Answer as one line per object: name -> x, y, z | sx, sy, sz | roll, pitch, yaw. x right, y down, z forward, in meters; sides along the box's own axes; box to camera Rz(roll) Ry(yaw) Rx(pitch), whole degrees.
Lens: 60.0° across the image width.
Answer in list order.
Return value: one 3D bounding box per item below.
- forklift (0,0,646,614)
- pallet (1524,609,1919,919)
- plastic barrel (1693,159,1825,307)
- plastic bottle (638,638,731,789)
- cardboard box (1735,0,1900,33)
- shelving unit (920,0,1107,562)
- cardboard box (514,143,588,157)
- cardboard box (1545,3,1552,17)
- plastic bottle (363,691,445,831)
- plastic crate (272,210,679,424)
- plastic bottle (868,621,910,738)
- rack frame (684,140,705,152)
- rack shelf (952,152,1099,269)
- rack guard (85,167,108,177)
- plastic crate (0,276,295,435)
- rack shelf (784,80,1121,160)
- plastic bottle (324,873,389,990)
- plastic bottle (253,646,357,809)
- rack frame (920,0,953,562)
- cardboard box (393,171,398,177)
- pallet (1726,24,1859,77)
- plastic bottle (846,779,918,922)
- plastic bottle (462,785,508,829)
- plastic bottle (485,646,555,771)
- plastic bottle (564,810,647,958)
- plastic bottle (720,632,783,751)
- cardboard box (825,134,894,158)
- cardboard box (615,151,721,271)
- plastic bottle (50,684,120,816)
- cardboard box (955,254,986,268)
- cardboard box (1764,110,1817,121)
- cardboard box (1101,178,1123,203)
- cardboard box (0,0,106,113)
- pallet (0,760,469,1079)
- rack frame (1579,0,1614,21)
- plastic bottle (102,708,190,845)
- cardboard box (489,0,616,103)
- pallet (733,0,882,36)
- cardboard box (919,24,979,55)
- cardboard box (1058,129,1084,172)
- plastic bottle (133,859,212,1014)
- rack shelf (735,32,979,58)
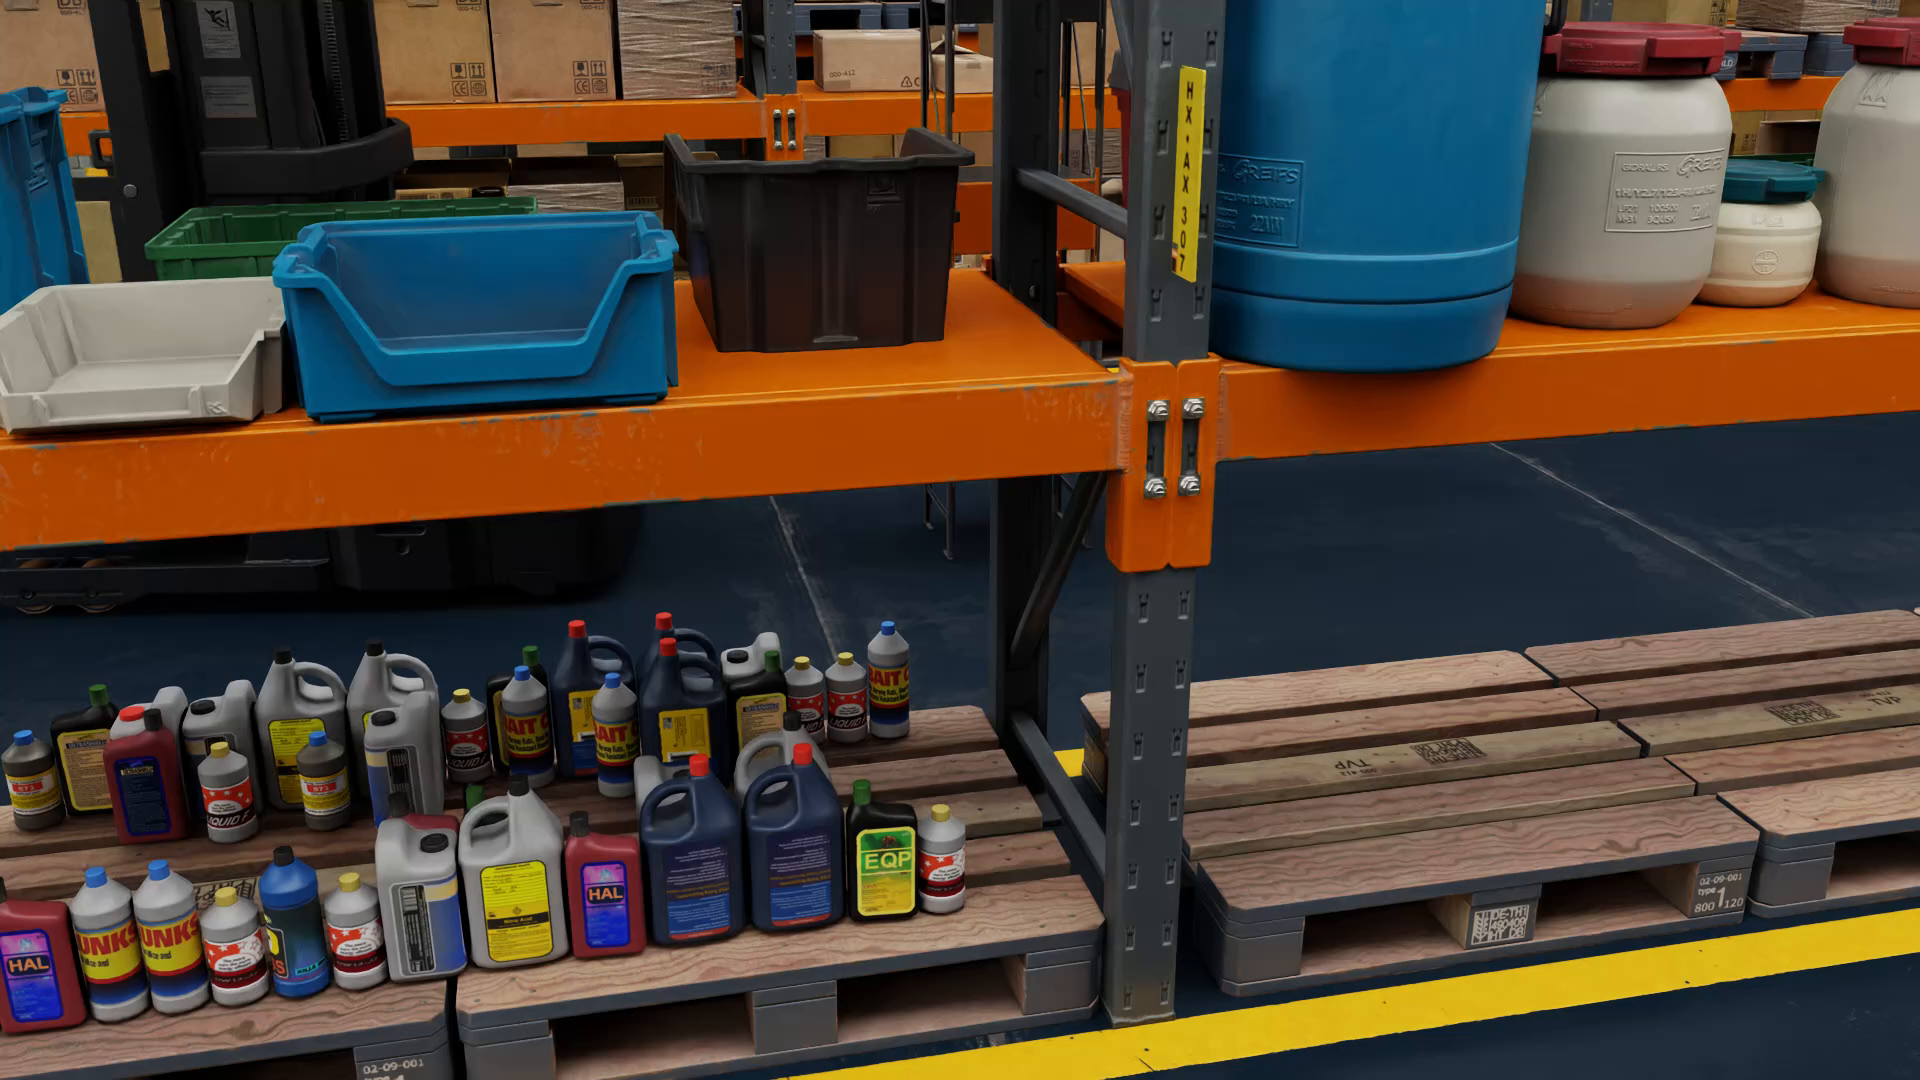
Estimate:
forklift -> -2.625, -1.332, 5.189 | 3.031, 2.935, 1.130 | -1, 20, -2
pallet -> 2.189, 0.505, 4.130 | 1.213, 0.211, 1.003 | -5, 21, -12
plastic barrel -> 1.567, -0.620, 3.347 | 0.301, 0.262, 0.301 | 0, 20, 0
plastic bottle -> -0.604, 0.379, 3.631 | 0.185, 0.351, 0.144 | -5, 21, -12
cardboard box -> 4.522, -2.947, 8.742 | 0.500, 0.500, 0.700 | -1, 20, -2
shelving unit -> 0.161, -0.999, 5.489 | 0.503, 2.100, 0.431 | -5, 21, -12
cardboard box -> -3.036, -2.885, 12.324 | 0.500, 0.500, 0.500 | -6, 21, -17
cardboard box -> 4.740, -4.277, 13.466 | 0.250, 0.149, 0.380 | -5, 21, -12
plastic bottle -> -1.176, 0.462, 3.513 | 0.135, 0.276, 0.152 | -5, 21, -12
plastic crate -> -0.770, -0.383, 2.716 | 0.616, 0.251, 0.499 | -5, 21, -12
plastic bottle -> -0.167, 0.321, 3.903 | 0.097, 0.271, 0.097 | 0, 20, 0
rack frame -> -2.036, -3.948, 12.231 | 0.127, 3.000, 1.000 | -5, 21, -12
rack shelf -> 0.161, -0.986, 5.494 | 0.480, 0.518, 0.431 | -5, 21, -12
rack guard -> -5.854, -2.463, 11.813 | 0.348, 0.500, 1.175 | -5, 21, -12
plastic crate -> -1.278, -0.294, 2.641 | 0.437, 0.136, 0.530 | -5, 21, -12
rack shelf -> 1.054, -2.110, 8.261 | 4.000, 0.370, 1.077 | -5, 21, -12
plastic bottle -> -1.085, 0.694, 2.988 | 0.097, 0.201, 0.097 | 0, 20, 0
plastic bottle -> -1.415, 0.394, 3.590 | 0.185, 0.351, 0.144 | -4, 20, -10
rack frame -> -0.076, -0.980, 5.436 | 0.015, 2.100, 0.400 | -5, 21, -12
cardboard box -> -2.875, -1.497, 7.837 | 0.500, 0.500, 0.500 | -5, 21, -12
pallet -> 4.892, -2.672, 9.027 | 1.213, 0.211, 1.003 | -5, 21, -12
plastic bottle -> -0.148, 0.586, 3.164 | 0.133, 0.283, 0.061 | -4, 20, -10
plastic bottle -> -0.866, 0.593, 3.144 | 0.133, 0.283, 0.061 | -5, 21, -12
plastic bottle -> -0.991, 0.376, 3.736 | 0.133, 0.283, 0.061 | -4, 20, -10
plastic bottle -> -0.652, 0.627, 3.052 | 0.133, 0.283, 0.061 | -3, 20, -9
plastic bottle -> -0.475, 0.354, 3.808 | 0.135, 0.276, 0.152 | -4, 20, -11
cardboard box -> -0.832, -3.102, 12.917 | 0.500, 0.500, 0.700 | -5, 21, -14
cardboard box -> -1.415, -1.616, 8.163 | 0.500, 0.500, 0.500 | -5, 21, -12
plastic bottle -> -1.853, 0.446, 3.544 | 0.133, 0.283, 0.061 | -4, 21, -11
cardboard box -> 0.056, -1.447, 7.974 | 0.500, 0.311, 0.500 | -5, 21, -13
cardboard box -> 6.991, -3.668, 14.490 | 0.500, 0.500, 0.700 | -5, 21, -13
cardboard box -> 0.917, -1.708, 8.688 | 0.500, 0.311, 0.500 | -5, 21, -13
cardboard box -> -3.817, -2.096, 7.031 | 0.500, 0.500, 0.700 | -4, 21, -11
pallet -> -1.609, 0.815, 3.284 | 1.213, 0.211, 1.003 | -5, 21, -12
rack frame -> 3.001, -2.607, 8.569 | 0.127, 3.000, 1.000 | -5, 21, -12
plastic bottle -> -1.685, 0.487, 3.435 | 0.133, 0.283, 0.061 | -5, 21, -12
cardboard box -> -1.834, -2.256, 7.466 | 0.500, 0.500, 0.700 | -5, 21, -13
pallet -> -1.258, -3.870, 12.296 | 1.213, 0.211, 1.003 | -5, 21, -12
cardboard box -> -0.079, -2.358, 8.086 | 0.258, 0.266, 0.396 | -5, 21, -14
cardboard box -> 0.640, -3.221, 13.241 | 0.500, 0.500, 0.700 | -5, 21, -13
plastic bottle -> -1.381, 0.685, 2.910 | 0.097, 0.271, 0.097 | 0, 20, 0
rack shelf -> -0.089, -3.768, 12.787 | 4.000, 0.370, 1.077 | -5, 21, -12
